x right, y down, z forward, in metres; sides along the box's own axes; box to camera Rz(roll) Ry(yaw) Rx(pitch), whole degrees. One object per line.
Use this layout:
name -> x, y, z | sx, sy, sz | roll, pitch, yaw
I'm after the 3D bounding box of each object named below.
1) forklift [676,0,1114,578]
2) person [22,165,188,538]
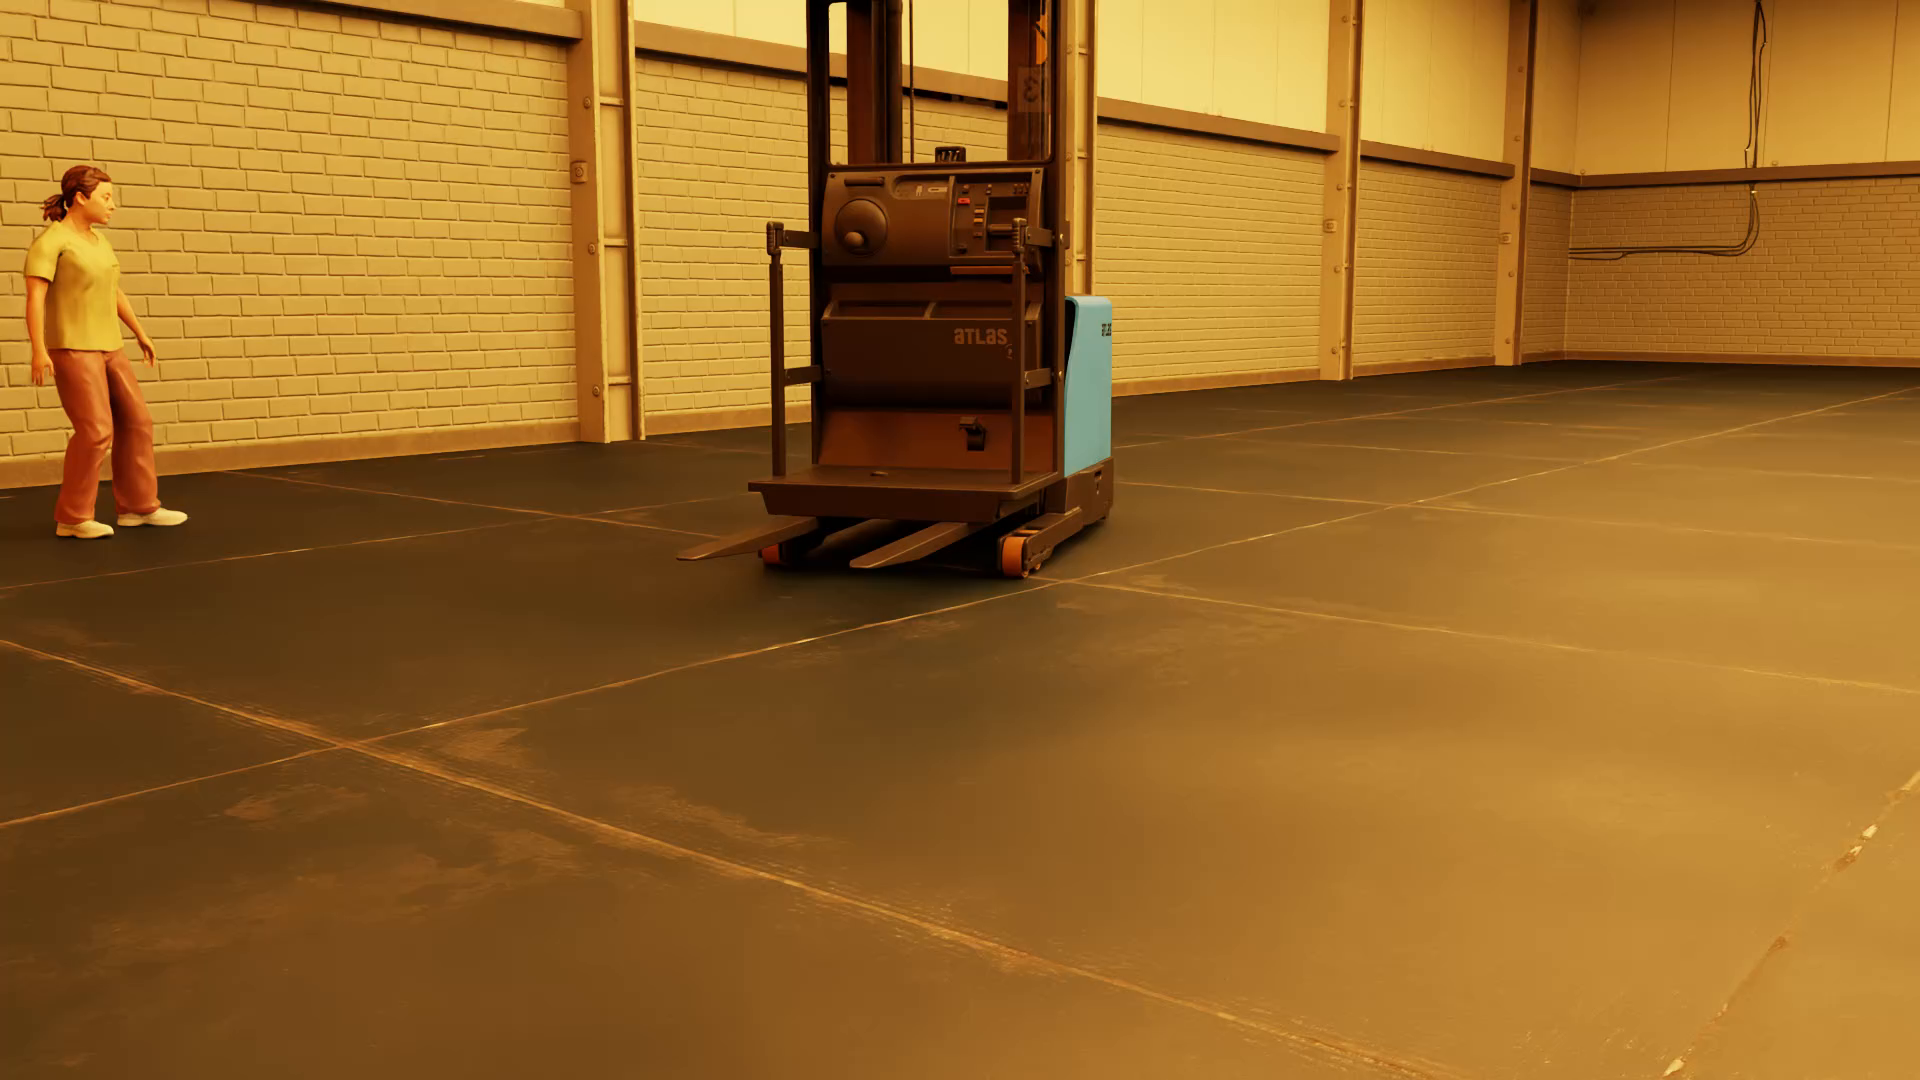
forklift -> -0.176, -1.366, 6.616 | 1.130, 2.935, 3.031 | 3, 9, 17
person -> -3.887, -0.843, 7.476 | 0.391, 1.650, 0.697 | 1, 8, 6
